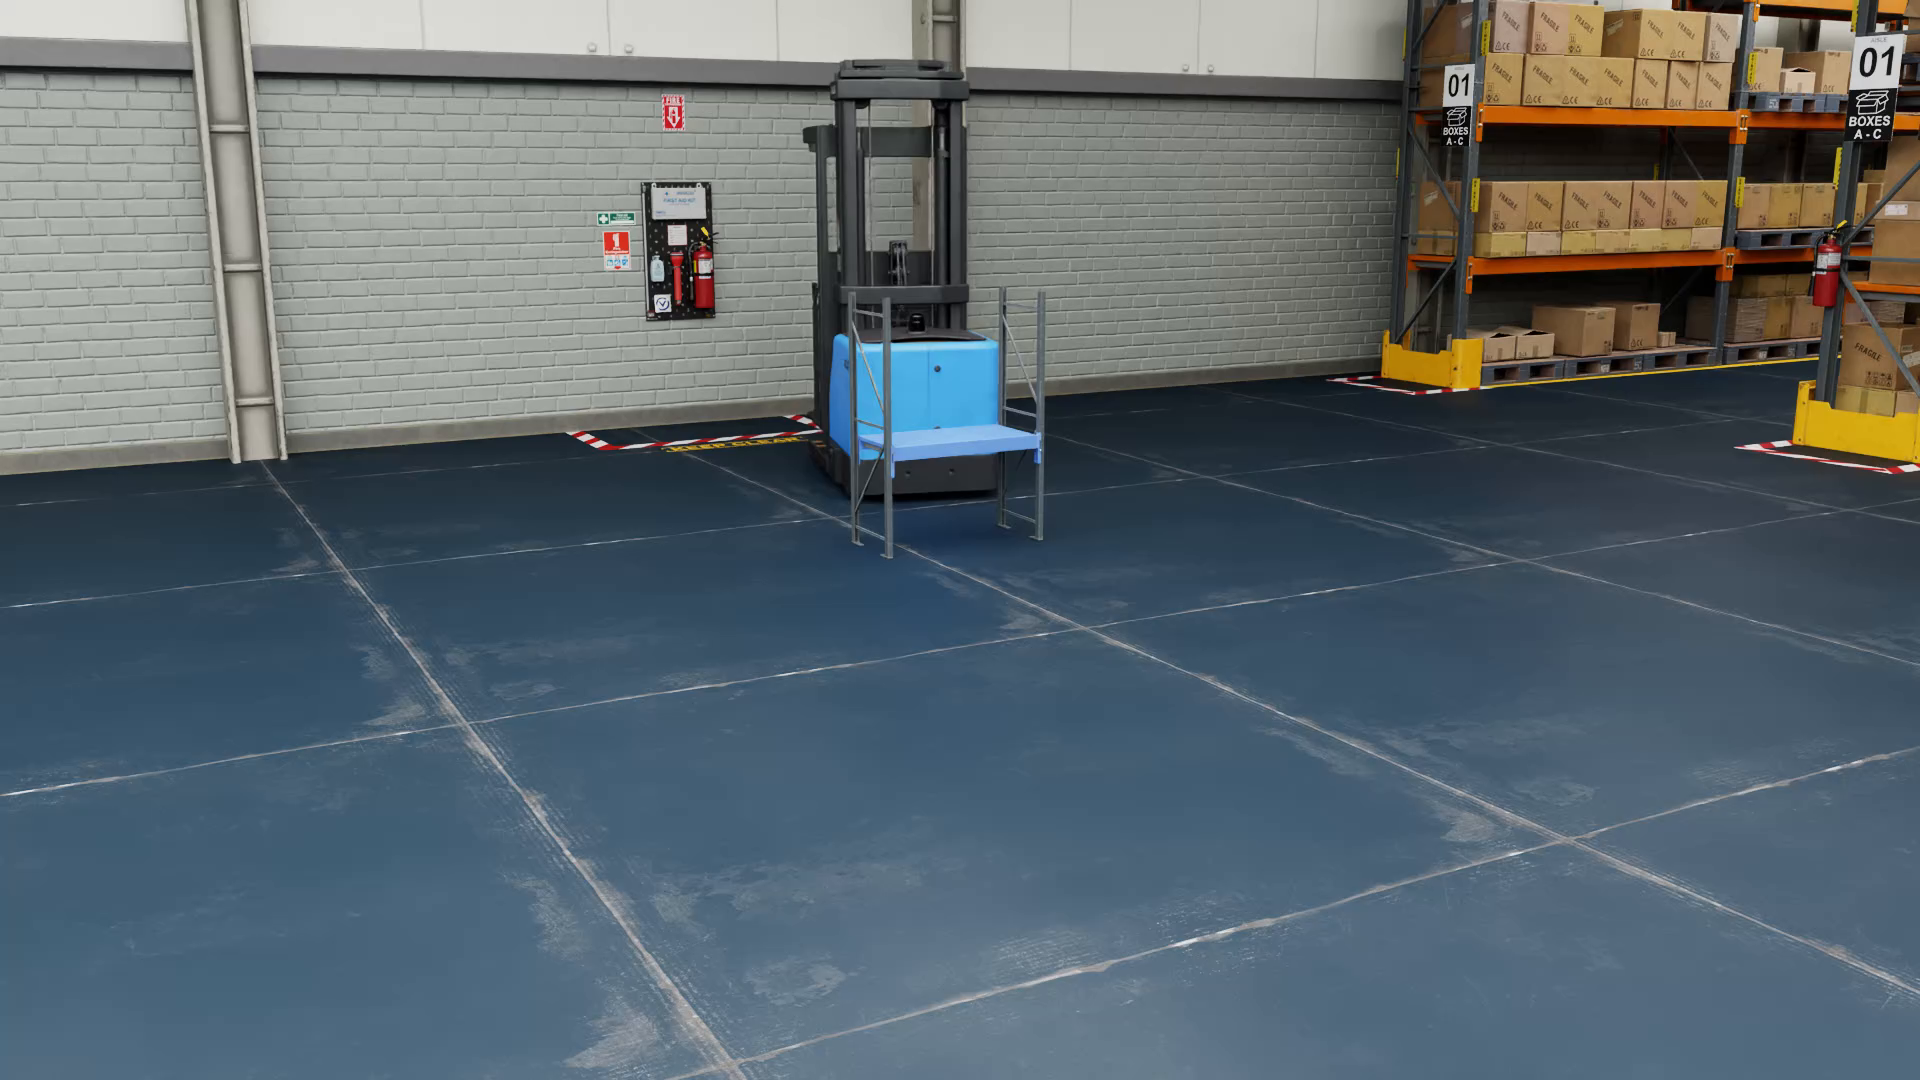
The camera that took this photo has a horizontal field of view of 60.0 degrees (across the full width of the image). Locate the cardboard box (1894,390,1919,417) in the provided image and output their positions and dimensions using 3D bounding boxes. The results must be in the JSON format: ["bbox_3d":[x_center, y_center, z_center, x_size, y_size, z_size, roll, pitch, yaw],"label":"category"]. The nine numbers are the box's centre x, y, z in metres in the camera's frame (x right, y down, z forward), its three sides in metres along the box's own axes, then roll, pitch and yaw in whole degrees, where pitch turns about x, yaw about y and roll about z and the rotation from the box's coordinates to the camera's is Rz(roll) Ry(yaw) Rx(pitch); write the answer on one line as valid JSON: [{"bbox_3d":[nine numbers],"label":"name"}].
[{"bbox_3d":[7.830,-1.044,13.224,0.500,0.250,0.500,-7,14,-28],"label":"cardboard box"}]

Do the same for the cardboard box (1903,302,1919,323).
[{"bbox_3d":[12.606,-3.171,21.309,0.750,0.750,0.750,-7,14,-29],"label":"cardboard box"}]

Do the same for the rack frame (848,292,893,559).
[{"bbox_3d":[-0.521,-0.669,9.667,0.032,1.500,0.500,-7,14,-28],"label":"rack frame"}]

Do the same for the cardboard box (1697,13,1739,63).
[{"bbox_3d":[8.077,-5.447,18.099,0.500,0.500,0.500,-8,15,-33],"label":"cardboard box"}]

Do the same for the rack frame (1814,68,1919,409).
[{"bbox_3d":[7.253,-2.167,12.908,0.127,3.000,1.000,-7,14,-28],"label":"rack frame"}]

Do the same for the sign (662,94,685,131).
[{"bbox_3d":[-2.433,-3.627,14.115,0.199,0.298,0.001,-7,14,-28],"label":"sign"}]

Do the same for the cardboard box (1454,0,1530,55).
[{"bbox_3d":[5.331,-5.125,16.668,0.500,0.500,0.500,-8,15,-32],"label":"cardboard box"}]

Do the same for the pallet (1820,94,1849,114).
[{"bbox_3d":[9.889,-5.068,19.394,1.003,0.211,1.213,-7,14,-28],"label":"pallet"}]

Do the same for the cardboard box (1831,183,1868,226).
[{"bbox_3d":[10.407,-4.040,19.998,0.500,0.500,0.700,-7,14,-28],"label":"cardboard box"}]

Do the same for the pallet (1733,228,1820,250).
[{"bbox_3d":[9.128,-3.501,19.271,1.213,0.211,1.003,-7,14,-28],"label":"pallet"}]

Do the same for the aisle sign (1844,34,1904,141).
[{"bbox_3d":[7.054,-3.485,12.843,0.004,0.787,0.394,-7,14,-28],"label":"aisle sign"}]

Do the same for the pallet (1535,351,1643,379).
[{"bbox_3d":[6.742,-1.975,18.405,1.213,0.211,1.003,-7,14,-28],"label":"pallet"}]

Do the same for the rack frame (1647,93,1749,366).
[{"bbox_3d":[8.387,-3.542,19.018,0.127,3.000,1.000,-7,14,-28],"label":"rack frame"}]

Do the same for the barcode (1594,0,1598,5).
[{"bbox_3d":[6.961,-5.869,18.198,0.075,0.075,0.001,-7,14,-28],"label":"barcode"}]

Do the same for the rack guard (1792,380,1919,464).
[{"bbox_3d":[7.232,-0.945,13.171,0.348,0.500,1.175,-7,14,-28],"label":"rack guard"}]

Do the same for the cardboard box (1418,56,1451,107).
[{"bbox_3d":[5.121,-4.736,17.217,0.500,0.500,0.500,-6,14,-24],"label":"cardboard box"}]

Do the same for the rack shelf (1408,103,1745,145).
[{"bbox_3d":[6.632,-4.444,17.832,4.000,0.370,1.077,-7,14,-28],"label":"rack shelf"}]

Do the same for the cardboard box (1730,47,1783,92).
[{"bbox_3d":[8.905,-5.302,18.818,0.500,0.500,0.500,-5,13,-20],"label":"cardboard box"}]

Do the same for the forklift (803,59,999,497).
[{"bbox_3d":[-0.547,-2.002,12.331,1.130,2.935,3.031,-3,13,-13],"label":"forklift"}]

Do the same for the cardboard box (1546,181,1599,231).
[{"bbox_3d":[6.334,-3.520,17.504,0.500,0.500,0.500,-7,15,-30],"label":"cardboard box"}]

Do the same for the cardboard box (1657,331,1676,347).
[{"bbox_3d":[7.932,-2.313,19.005,0.250,0.166,0.380,-9,16,-35],"label":"cardboard box"}]

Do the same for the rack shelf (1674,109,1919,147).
[{"bbox_3d":[10.142,-4.865,19.702,4.000,0.370,1.077,-7,14,-28],"label":"rack shelf"}]

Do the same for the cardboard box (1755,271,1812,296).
[{"bbox_3d":[9.865,-3.086,19.975,0.500,0.250,0.500,-7,15,-29],"label":"cardboard box"}]

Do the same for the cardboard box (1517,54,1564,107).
[{"bbox_3d":[5.778,-4.680,16.968,0.500,0.500,0.500,-6,14,-24],"label":"cardboard box"}]

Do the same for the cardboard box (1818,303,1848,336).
[{"bbox_3d":[10.361,-2.783,20.335,0.500,0.500,0.700,-7,14,-28],"label":"cardboard box"}]

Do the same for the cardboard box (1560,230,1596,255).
[{"bbox_3d":[6.355,-3.158,17.606,0.500,0.250,0.500,-7,15,-29],"label":"cardboard box"}]

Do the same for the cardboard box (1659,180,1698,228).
[{"bbox_3d":[7.685,-3.682,18.226,0.500,0.500,0.500,-7,14,-28],"label":"cardboard box"}]

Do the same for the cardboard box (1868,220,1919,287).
[{"bbox_3d":[7.669,-2.263,13.104,0.500,0.500,0.700,-7,14,-28],"label":"cardboard box"}]

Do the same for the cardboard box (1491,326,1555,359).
[{"bbox_3d":[6.027,-2.140,17.908,0.500,0.311,0.500,-6,14,-23],"label":"cardboard box"}]

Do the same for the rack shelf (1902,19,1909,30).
[{"bbox_3d":[13.653,-6.554,21.287,4.000,0.370,1.077,-7,14,-28],"label":"rack shelf"}]

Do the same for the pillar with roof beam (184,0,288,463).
[{"bbox_3d":[-3.394,-4.197,8.261,0.400,9.000,9.100,-7,14,-28],"label":"pillar with roof beam"}]

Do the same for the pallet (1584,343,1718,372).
[{"bbox_3d":[7.814,-2.104,18.980,1.213,0.211,1.003,-7,14,-28],"label":"pallet"}]

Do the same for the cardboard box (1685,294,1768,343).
[{"bbox_3d":[9.025,-2.618,19.602,0.500,0.500,0.700,-6,14,-26],"label":"cardboard box"}]

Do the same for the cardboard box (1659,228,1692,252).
[{"bbox_3d":[7.675,-3.320,18.325,0.500,0.250,0.500,-7,14,-28],"label":"cardboard box"}]

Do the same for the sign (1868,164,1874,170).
[{"bbox_3d":[11.629,-4.635,21.234,0.005,0.325,0.100,-7,14,-28],"label":"sign"}]

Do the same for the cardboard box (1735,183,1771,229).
[{"bbox_3d":[8.850,-3.853,19.167,0.500,0.500,0.700,-7,14,-28],"label":"cardboard box"}]

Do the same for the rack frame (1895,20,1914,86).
[{"bbox_3d":[11.898,-6.890,20.229,0.127,3.000,1.000,-7,14,-28],"label":"rack frame"}]

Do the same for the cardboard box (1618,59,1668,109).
[{"bbox_3d":[7.144,-4.847,17.710,0.500,0.500,0.500,-7,15,-30],"label":"cardboard box"}]

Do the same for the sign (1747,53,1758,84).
[{"bbox_3d":[8.654,-5.154,18.170,0.005,0.325,0.100,-7,14,-28],"label":"sign"}]

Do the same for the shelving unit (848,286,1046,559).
[{"bbox_3d":[-0.075,-0.723,9.905,1.048,1.500,0.538,-7,14,-28],"label":"shelving unit"}]
